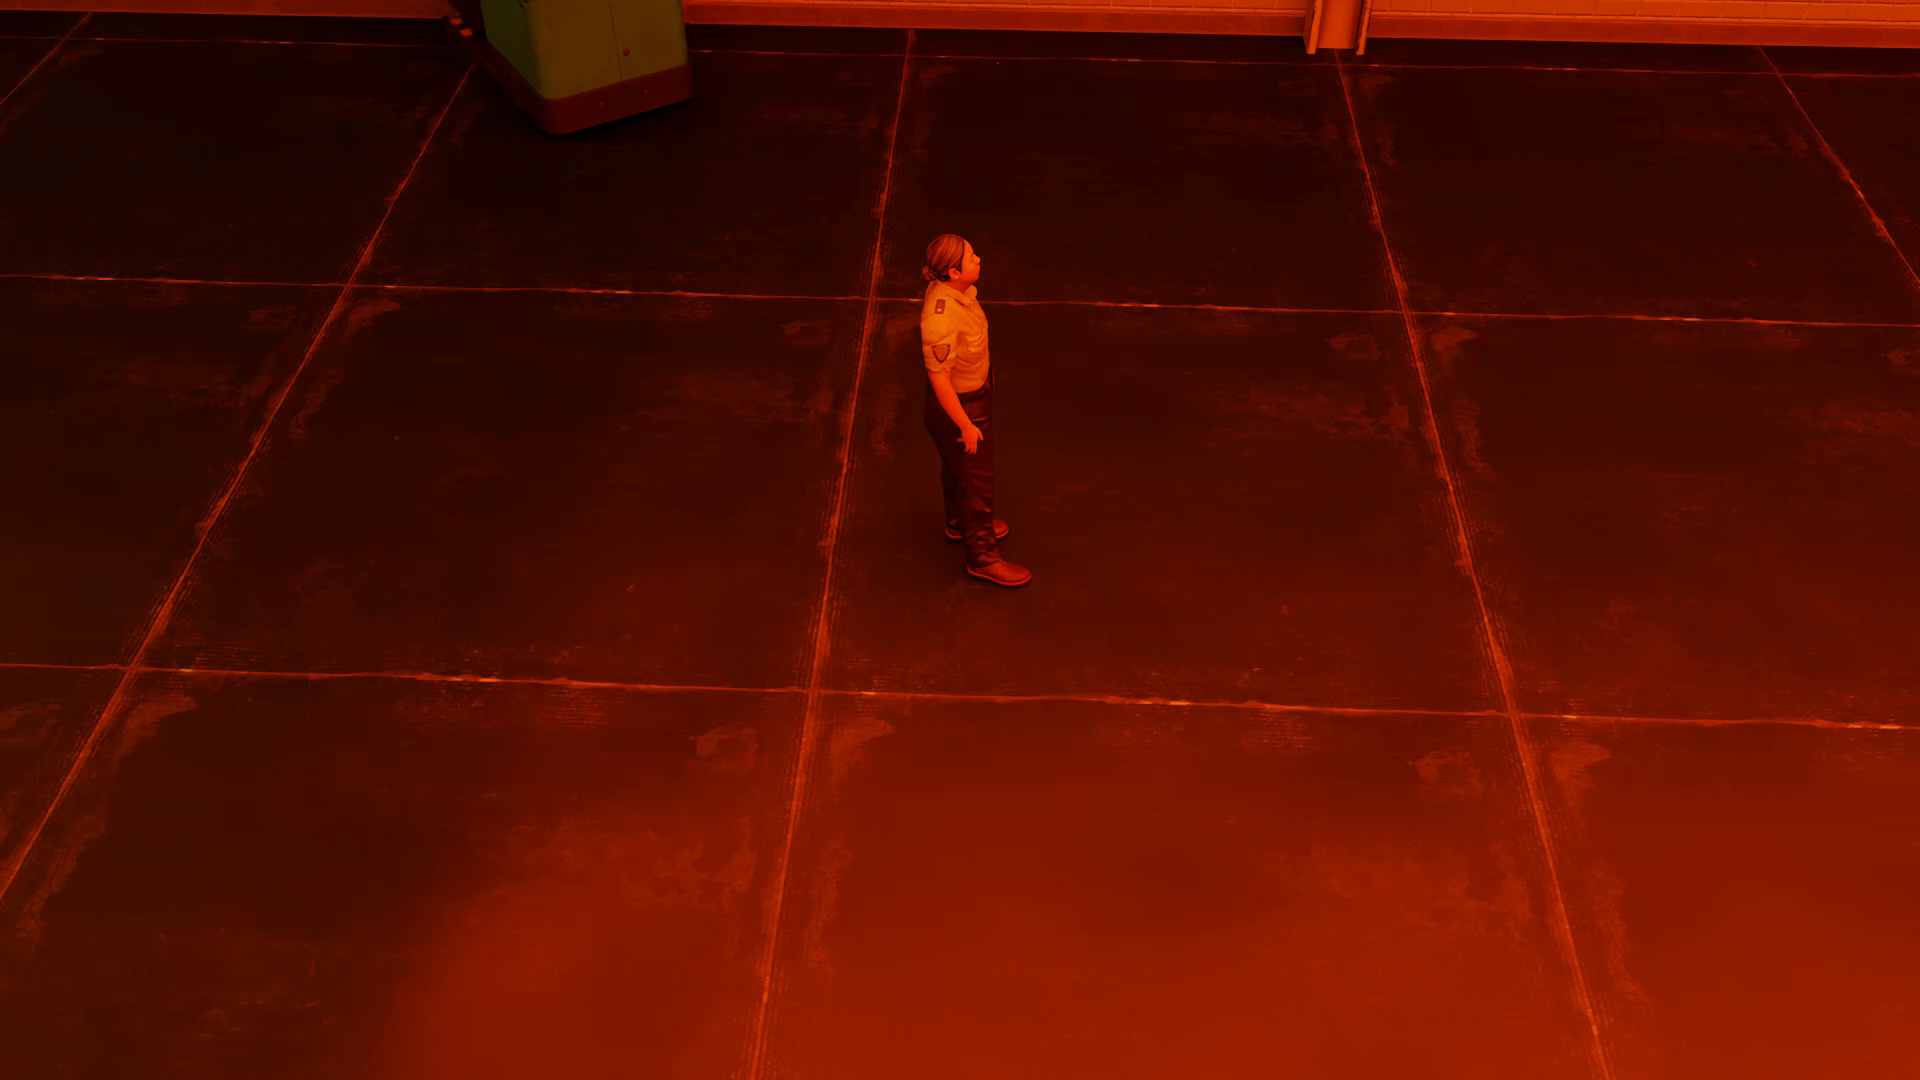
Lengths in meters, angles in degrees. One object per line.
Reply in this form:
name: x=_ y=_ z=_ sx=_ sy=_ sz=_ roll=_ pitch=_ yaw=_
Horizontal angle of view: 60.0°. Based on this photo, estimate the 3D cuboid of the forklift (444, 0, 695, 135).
forklift: x=-2.976 y=-4.647 z=10.833 sx=1.130 sy=2.935 sz=3.031 roll=-23 pitch=47 yaw=-23

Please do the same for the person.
person: x=0.089 y=-0.595 z=7.336 sx=0.502 sy=1.651 sz=0.598 roll=2 pitch=42 yaw=2
